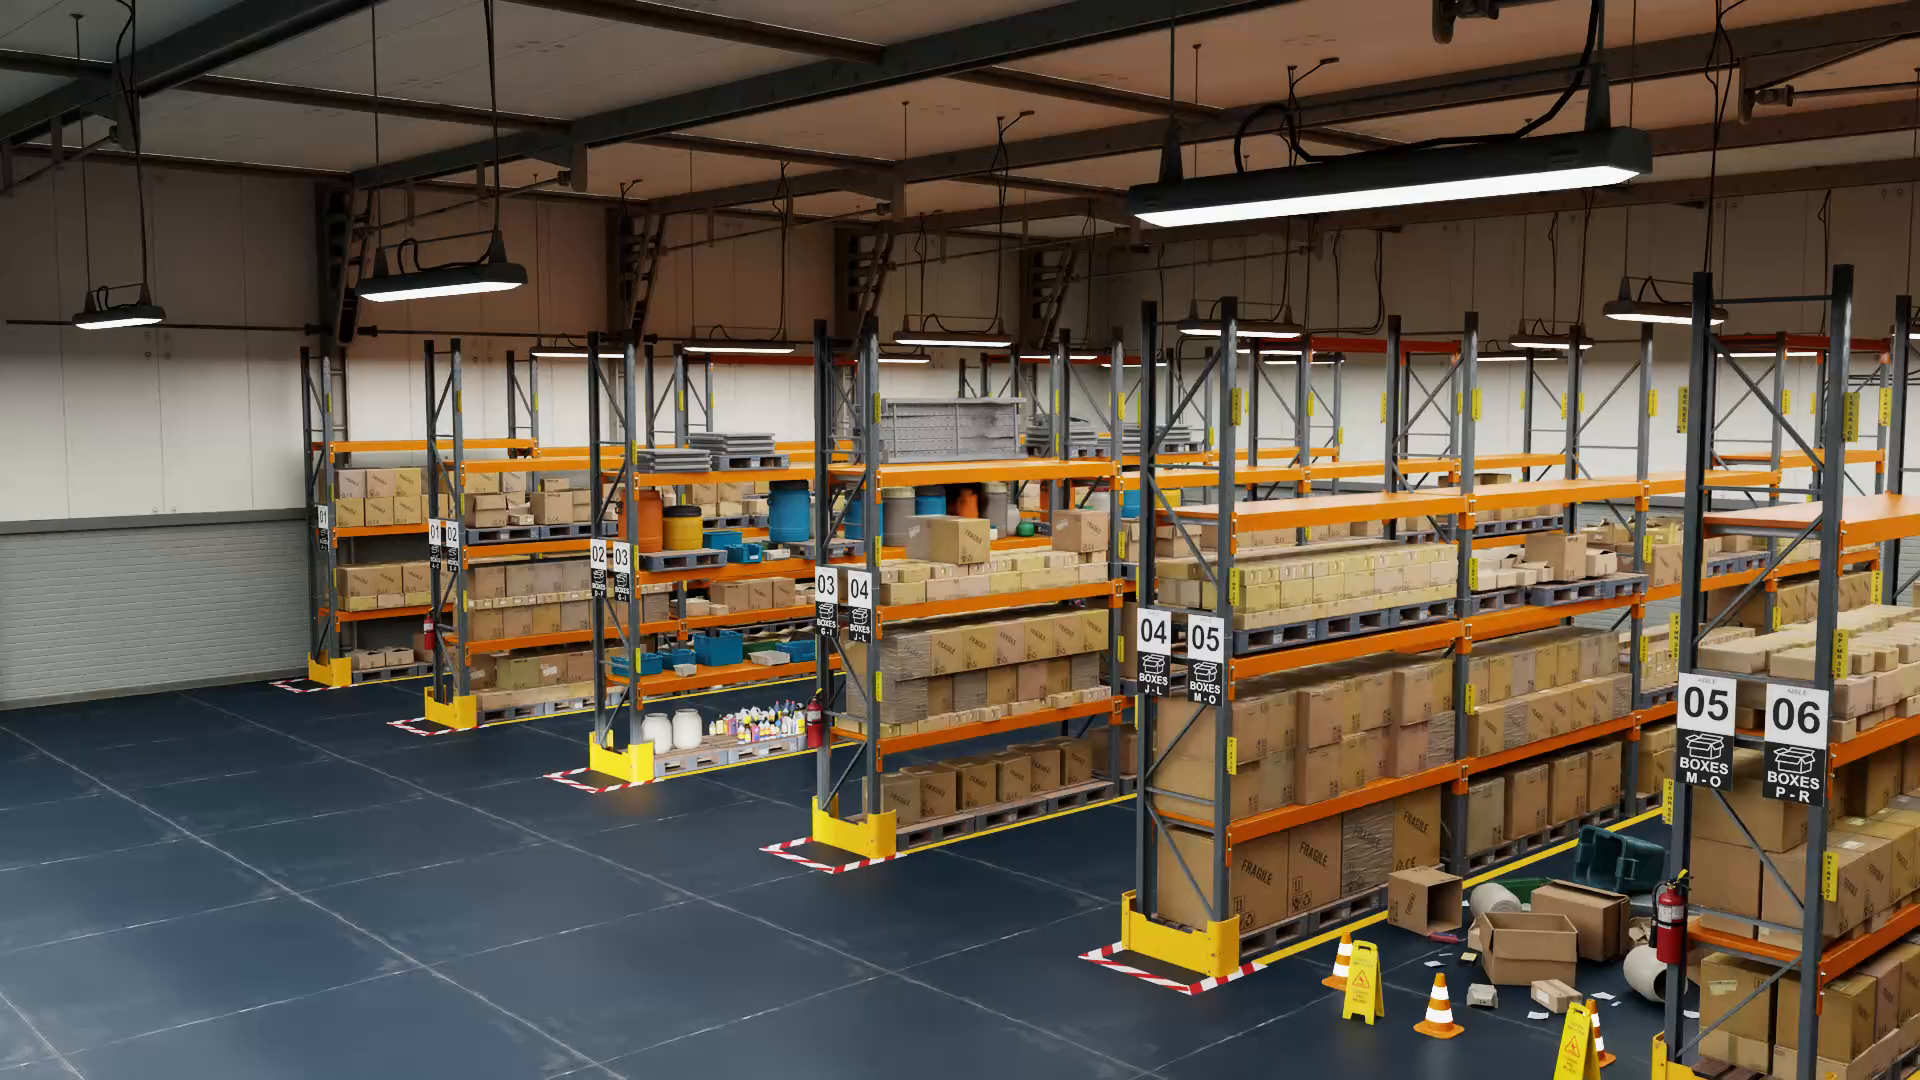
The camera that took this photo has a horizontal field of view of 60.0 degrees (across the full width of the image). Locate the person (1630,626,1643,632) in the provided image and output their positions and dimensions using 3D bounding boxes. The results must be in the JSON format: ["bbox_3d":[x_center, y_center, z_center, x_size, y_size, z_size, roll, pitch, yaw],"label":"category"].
[{"bbox_3d":[10.295,2.091,25.348,0.648,1.690,0.682,-4,6,-39],"label":"person"}]
